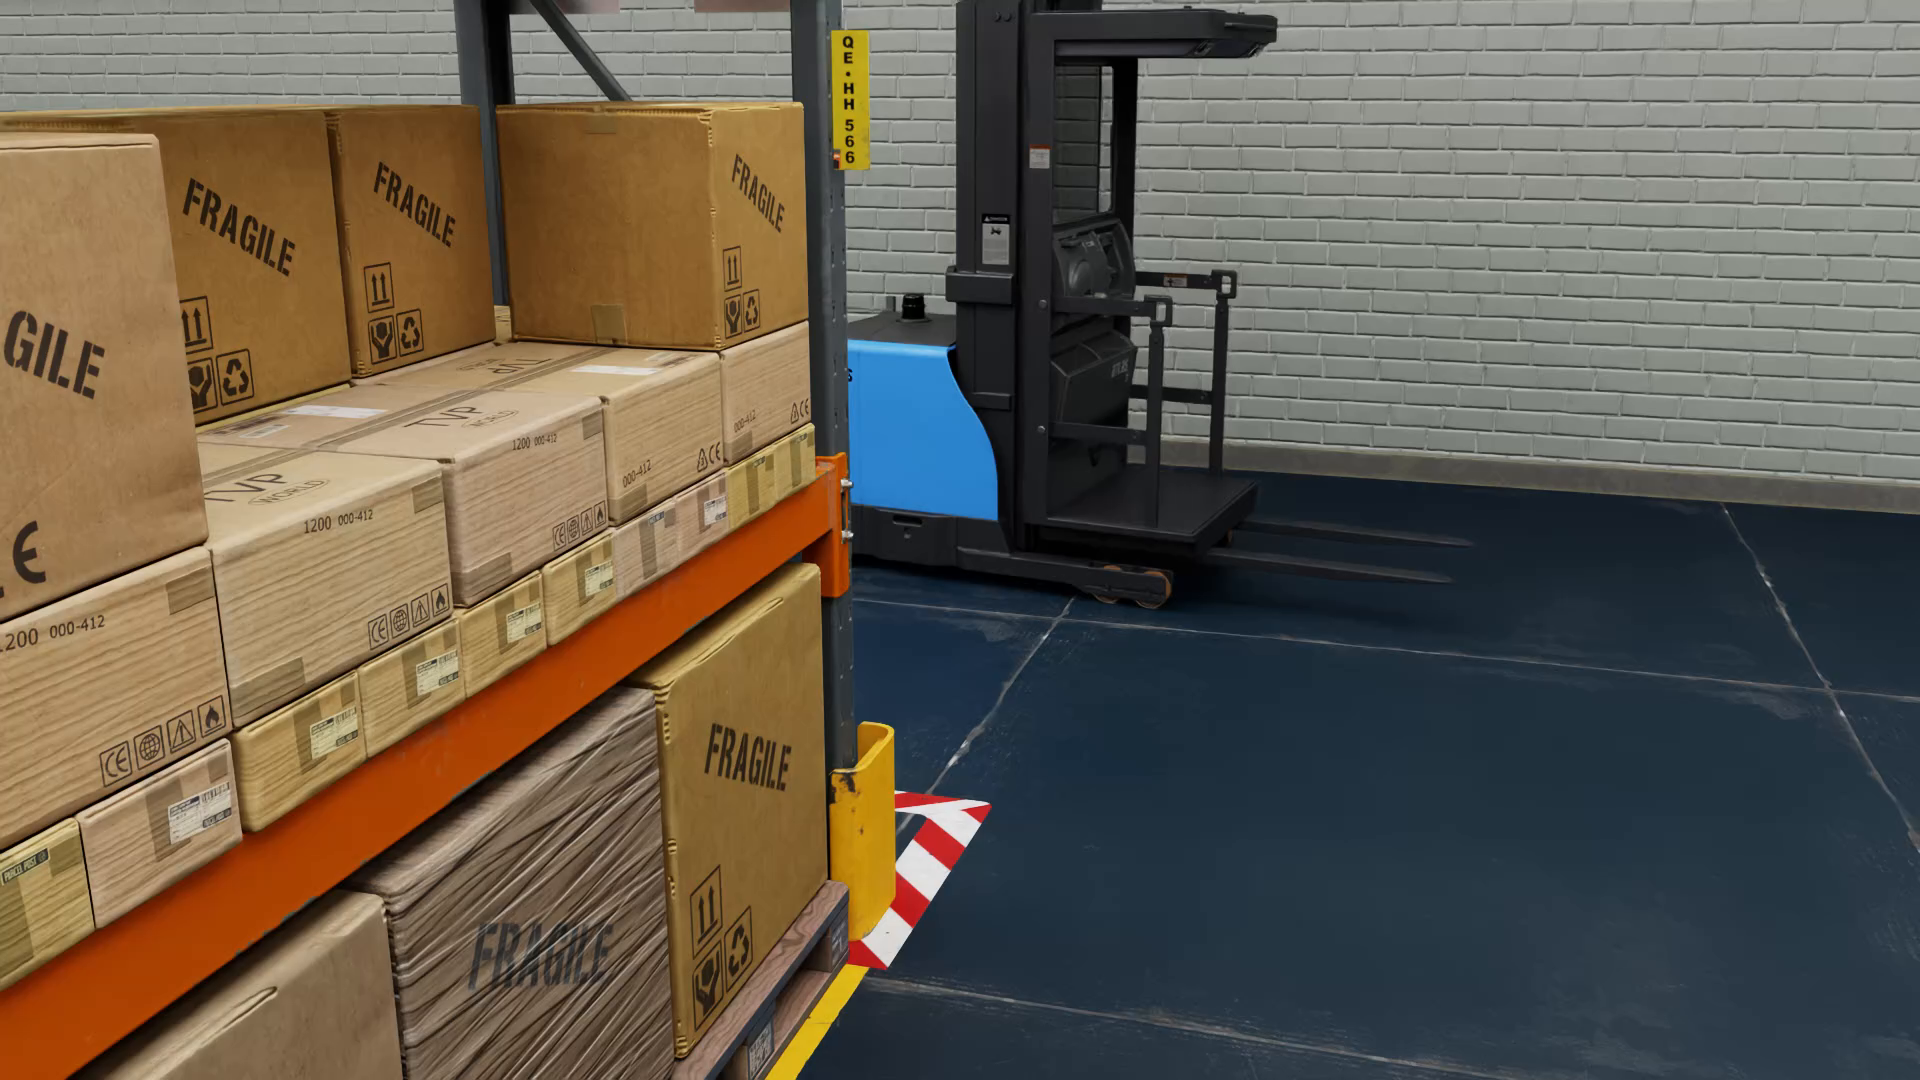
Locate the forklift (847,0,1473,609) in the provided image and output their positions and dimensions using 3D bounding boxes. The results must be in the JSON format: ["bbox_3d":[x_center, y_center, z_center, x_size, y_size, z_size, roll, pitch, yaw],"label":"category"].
[{"bbox_3d":[0.792,-1.274,7.449,3.031,2.935,1.130,7,17,24],"label":"forklift"}]

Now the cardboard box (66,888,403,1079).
[{"bbox_3d":[-1.400,1.029,2.327,0.875,0.875,0.875,5,16,16],"label":"cardboard box"}]

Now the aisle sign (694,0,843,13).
[{"bbox_3d":[-0.475,-1.682,3.997,0.394,0.787,0.004,5,16,16],"label":"aisle sign"}]

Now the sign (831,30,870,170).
[{"bbox_3d":[-0.267,-1.061,4.016,0.100,0.325,0.005,5,16,16],"label":"sign"}]

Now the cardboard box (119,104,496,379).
[{"bbox_3d":[-1.320,-0.632,3.415,0.500,0.500,0.500,4,16,15],"label":"cardboard box"}]

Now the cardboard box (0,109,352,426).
[{"bbox_3d":[-1.462,-0.496,2.935,0.500,0.500,0.500,4,16,14],"label":"cardboard box"}]

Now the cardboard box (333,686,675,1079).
[{"bbox_3d":[-1.147,0.797,3.148,0.875,0.875,0.875,5,16,16],"label":"cardboard box"}]

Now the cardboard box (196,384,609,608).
[{"bbox_3d":[-0.955,-0.093,2.890,0.500,0.250,0.500,4,16,14],"label":"cardboard box"}]

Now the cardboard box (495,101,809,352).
[{"bbox_3d":[-0.670,-0.719,3.724,0.500,0.500,0.500,5,17,17],"label":"cardboard box"}]

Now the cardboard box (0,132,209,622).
[{"bbox_3d":[-1.248,-0.191,1.860,0.500,0.500,0.500,4,16,14],"label":"cardboard box"}]

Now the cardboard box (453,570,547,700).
[{"bbox_3d":[-0.931,0.139,2.801,0.380,0.149,0.250,5,16,16],"label":"cardboard box"}]

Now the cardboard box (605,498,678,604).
[{"bbox_3d":[-0.785,0.003,3.280,0.380,0.149,0.250,5,17,17],"label":"cardboard box"}]

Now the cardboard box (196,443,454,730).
[{"bbox_3d":[-1.100,0.043,2.409,0.500,0.250,0.500,5,16,16],"label":"cardboard box"}]

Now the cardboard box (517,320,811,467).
[{"bbox_3d":[-0.666,-0.359,3.828,0.500,0.250,0.500,4,16,15],"label":"cardboard box"}]

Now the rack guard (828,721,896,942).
[{"bbox_3d":[-0.776,0.761,4.730,1.175,0.500,0.348,5,16,16],"label":"rack guard"}]

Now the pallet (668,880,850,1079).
[{"bbox_3d":[-0.935,1.121,3.989,1.003,0.211,1.213,5,16,16],"label":"pallet"}]

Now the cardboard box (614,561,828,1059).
[{"bbox_3d":[-0.888,0.558,3.988,0.875,0.875,0.875,5,16,16],"label":"cardboard box"}]

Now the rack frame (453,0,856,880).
[{"bbox_3d":[-0.783,-0.435,4.367,1.000,3.000,0.127,5,16,16],"label":"rack frame"}]

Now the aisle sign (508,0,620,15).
[{"bbox_3d":[-1.050,-1.728,4.161,0.394,0.787,0.004,5,16,16],"label":"aisle sign"}]

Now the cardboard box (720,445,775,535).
[{"bbox_3d":[-0.641,-0.128,3.743,0.380,0.149,0.250,5,17,16],"label":"cardboard box"}]

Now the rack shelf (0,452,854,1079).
[{"bbox_3d":[-1.351,0.434,2.621,1.077,0.370,4.000,5,16,16],"label":"rack shelf"}]

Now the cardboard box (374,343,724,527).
[{"bbox_3d":[-0.811,-0.226,3.360,0.500,0.250,0.500,4,16,15],"label":"cardboard box"}]

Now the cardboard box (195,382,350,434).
[{"bbox_3d":[-1.466,-0.134,3.034,0.500,0.250,0.500,4,16,14],"label":"cardboard box"}]

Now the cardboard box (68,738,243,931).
[{"bbox_3d":[-1.149,0.341,2.090,0.380,0.149,0.250,5,17,17],"label":"cardboard box"}]

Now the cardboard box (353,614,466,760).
[{"bbox_3d":[-1.003,0.204,2.573,0.380,0.149,0.250,5,17,17],"label":"cardboard box"}]

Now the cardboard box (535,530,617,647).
[{"bbox_3d":[-0.857,0.072,3.041,0.380,0.149,0.250,4,16,15],"label":"cardboard box"}]

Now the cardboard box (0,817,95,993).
[{"bbox_3d":[-1.222,0.407,1.858,0.380,0.149,0.250,4,16,15],"label":"cardboard box"}]

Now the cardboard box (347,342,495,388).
[{"bbox_3d":[-1.320,-0.265,3.497,0.500,0.250,0.500,4,16,15],"label":"cardboard box"}]

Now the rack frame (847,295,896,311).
[{"bbox_3d":[-0.566,-0.766,8.969,0.500,1.125,0.032,8,18,26],"label":"rack frame"}]

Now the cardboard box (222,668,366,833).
[{"bbox_3d":[-1.075,0.272,2.332,0.380,0.149,0.250,4,16,14],"label":"cardboard box"}]

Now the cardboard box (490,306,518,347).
[{"bbox_3d":[-1.178,-0.402,3.978,0.500,0.250,0.500,4,16,14],"label":"cardboard box"}]

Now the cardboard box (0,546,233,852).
[{"bbox_3d":[-1.247,0.172,1.956,0.500,0.250,0.500,5,17,17],"label":"cardboard box"}]

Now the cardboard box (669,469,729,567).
[{"bbox_3d":[-0.714,-0.062,3.510,0.380,0.149,0.250,5,16,16],"label":"cardboard box"}]

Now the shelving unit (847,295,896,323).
[{"bbox_3d":[-0.794,-0.642,8.532,0.538,1.125,1.048,8,18,26],"label":"shelving unit"}]

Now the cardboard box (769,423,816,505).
[{"bbox_3d":[-0.569,-0.196,3.983,0.380,0.149,0.250,5,17,17],"label":"cardboard box"}]
